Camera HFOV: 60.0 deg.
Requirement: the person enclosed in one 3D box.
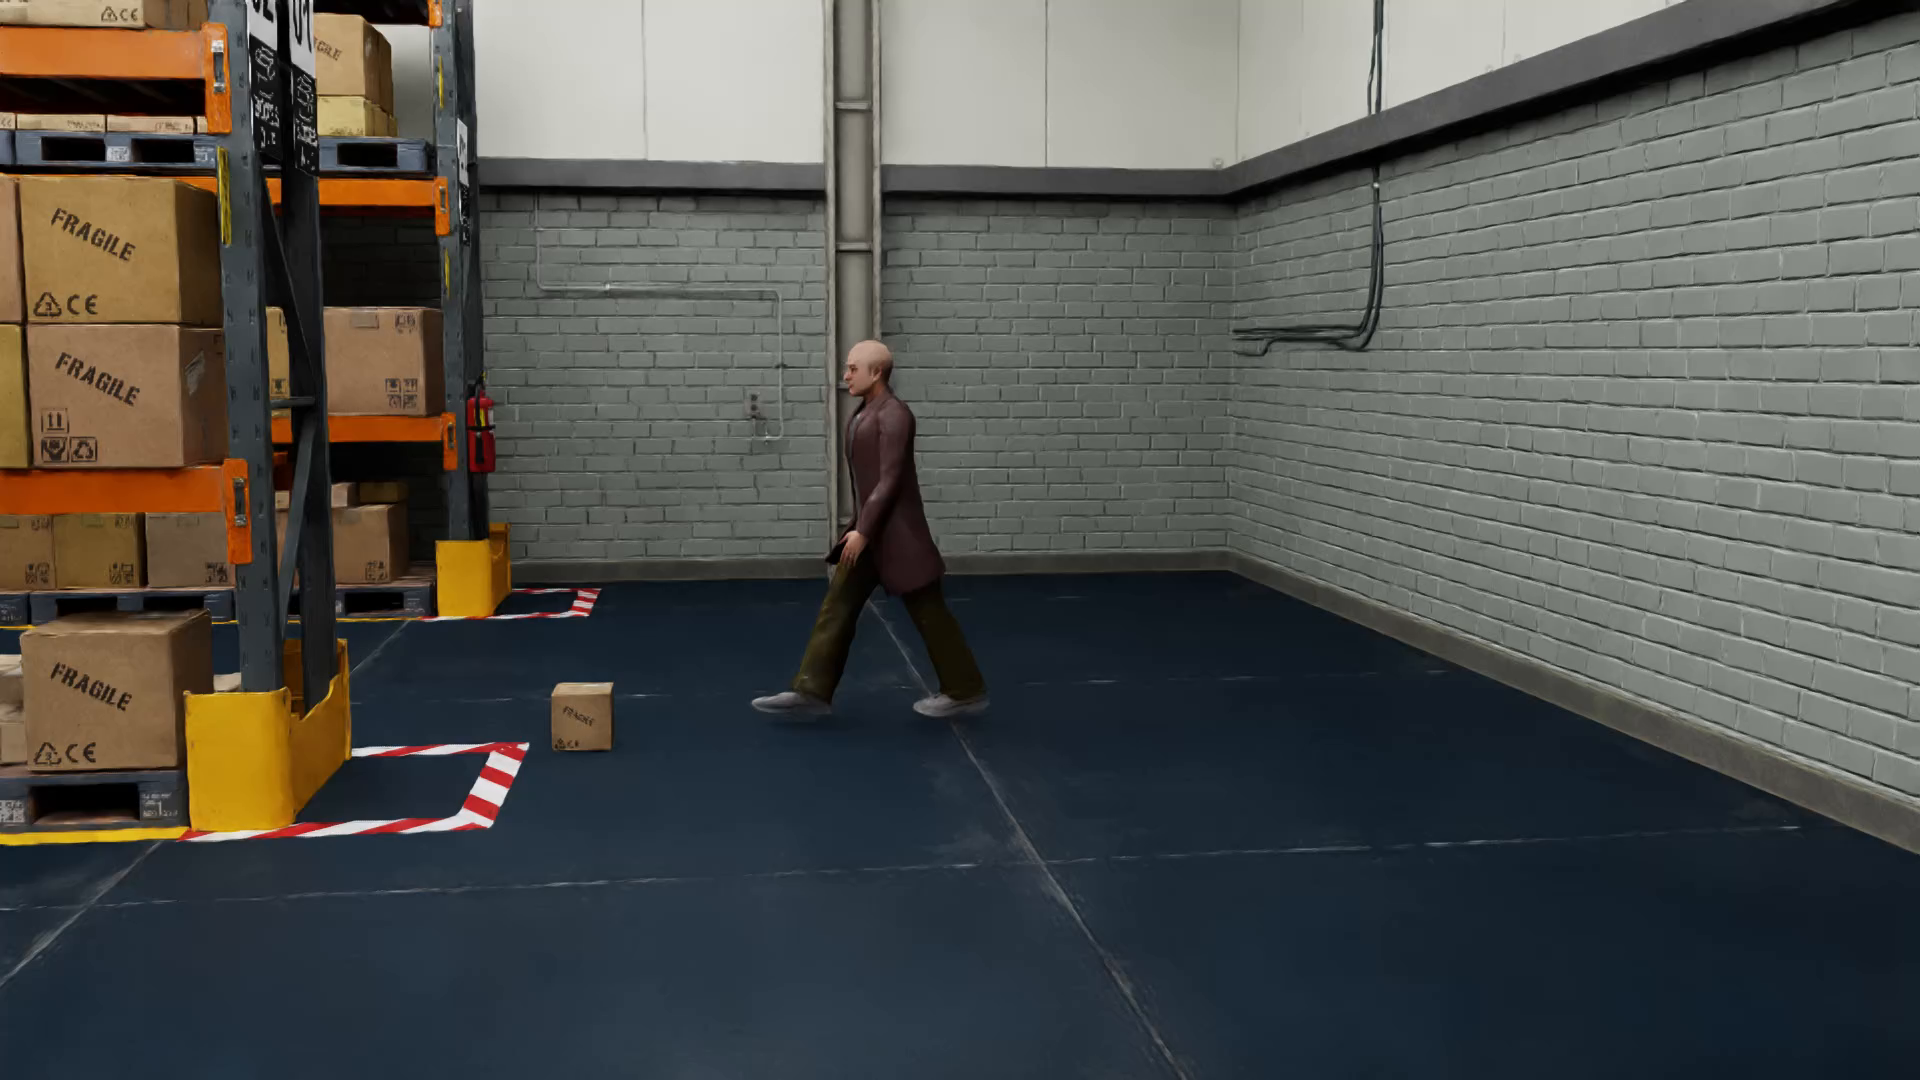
[{"bbox_3d":[-0.400,-0.042,7.573,1.072,1.721,0.589,-3,7,-23],"label":"person"}]
